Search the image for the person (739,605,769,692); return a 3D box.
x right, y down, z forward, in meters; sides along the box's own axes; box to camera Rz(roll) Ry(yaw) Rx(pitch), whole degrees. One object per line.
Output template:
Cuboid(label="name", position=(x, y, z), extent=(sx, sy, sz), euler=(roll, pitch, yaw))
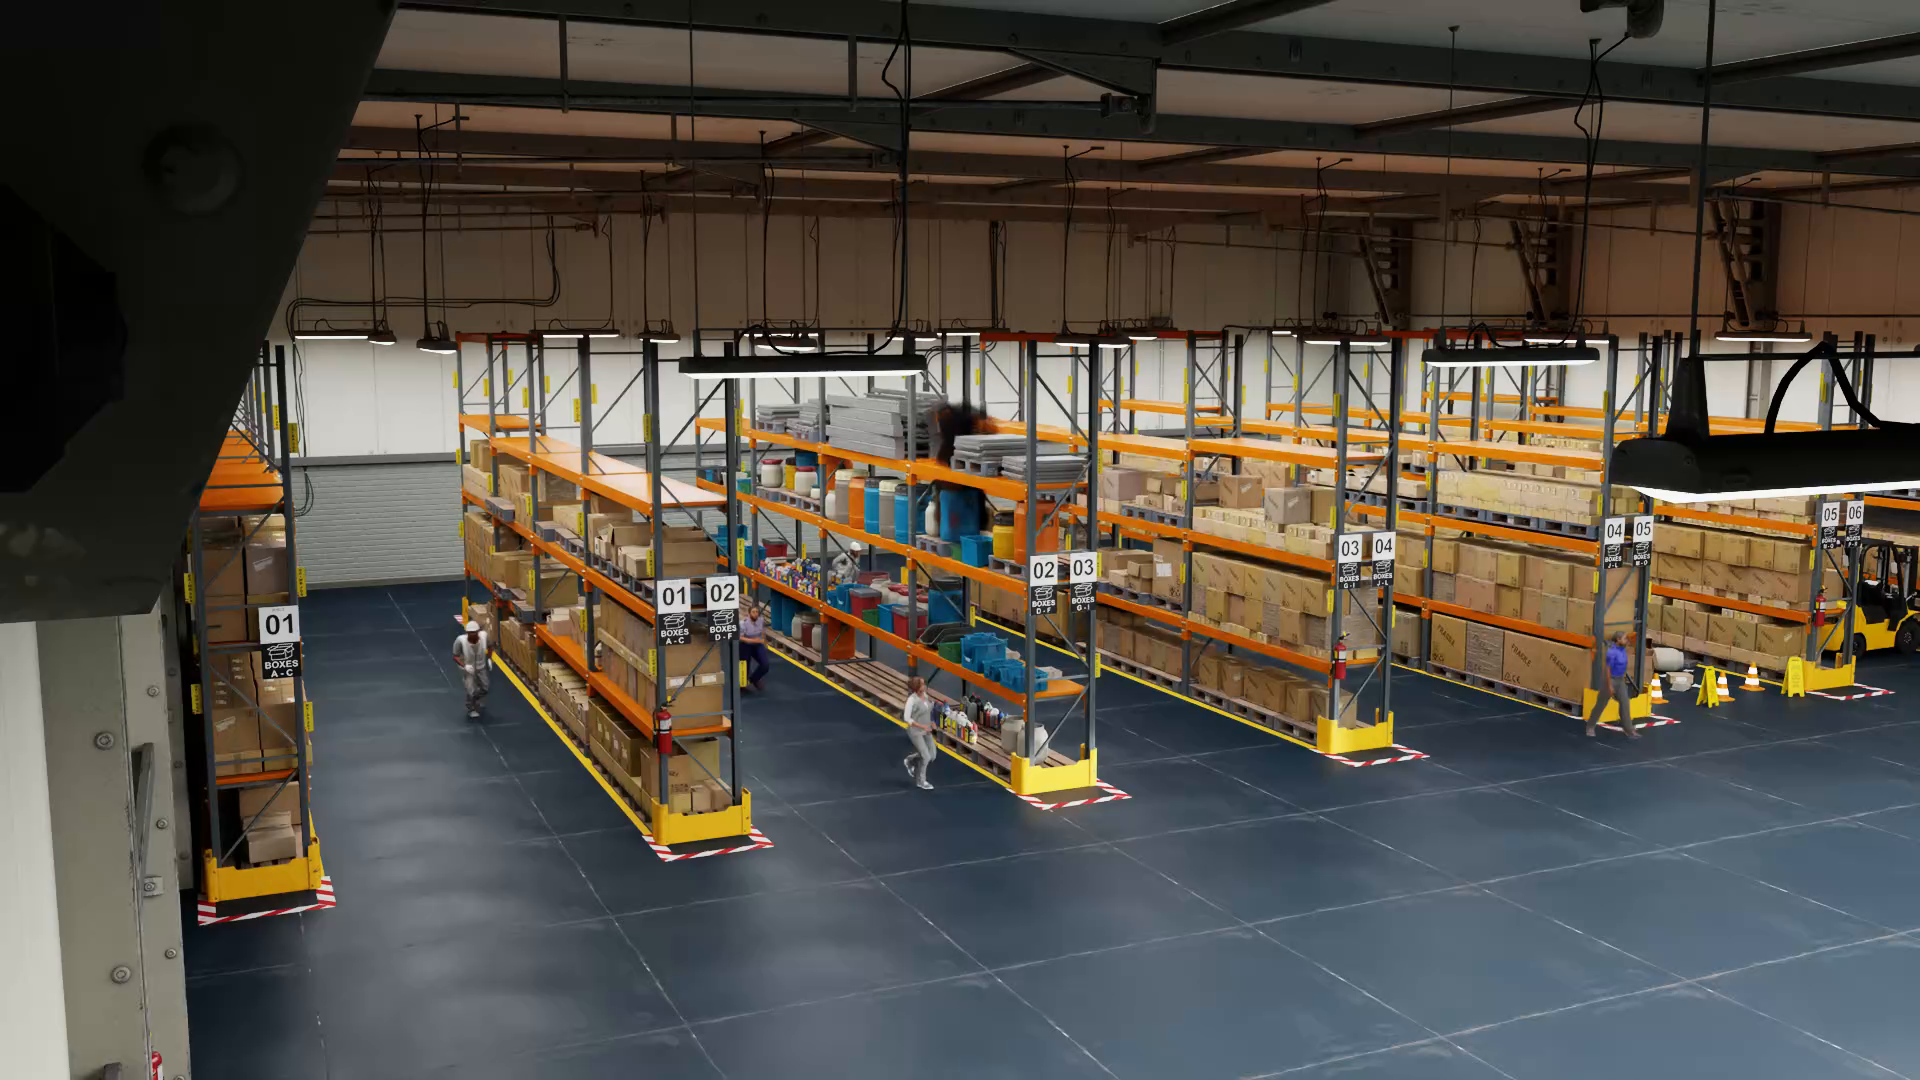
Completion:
Cuboid(label="person", position=(-3.476, 1.823, 27.853), extent=(0.606, 1.541, 0.829), euler=(-5, 9, -33))

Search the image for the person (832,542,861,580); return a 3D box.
Cuboid(label="person", position=(-2.433, 0.800, 35.344), extent=(0.921, 1.587, 0.673), euler=(8, 11, 44))

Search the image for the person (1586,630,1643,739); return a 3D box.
Cuboid(label="person", position=(9.837, 2.201, 24.996), extent=(0.589, 1.572, 0.730), euler=(-6, 10, -40))

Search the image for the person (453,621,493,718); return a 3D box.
Cuboid(label="person", position=(-7.670, 2.012, 26.155), extent=(0.656, 1.607, 0.901), euler=(-6, 9, -35))

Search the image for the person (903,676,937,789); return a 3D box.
Cuboid(label="person", position=(-0.583, 2.576, 22.265), extent=(0.554, 1.550, 0.563), euler=(5, 9, 33))
